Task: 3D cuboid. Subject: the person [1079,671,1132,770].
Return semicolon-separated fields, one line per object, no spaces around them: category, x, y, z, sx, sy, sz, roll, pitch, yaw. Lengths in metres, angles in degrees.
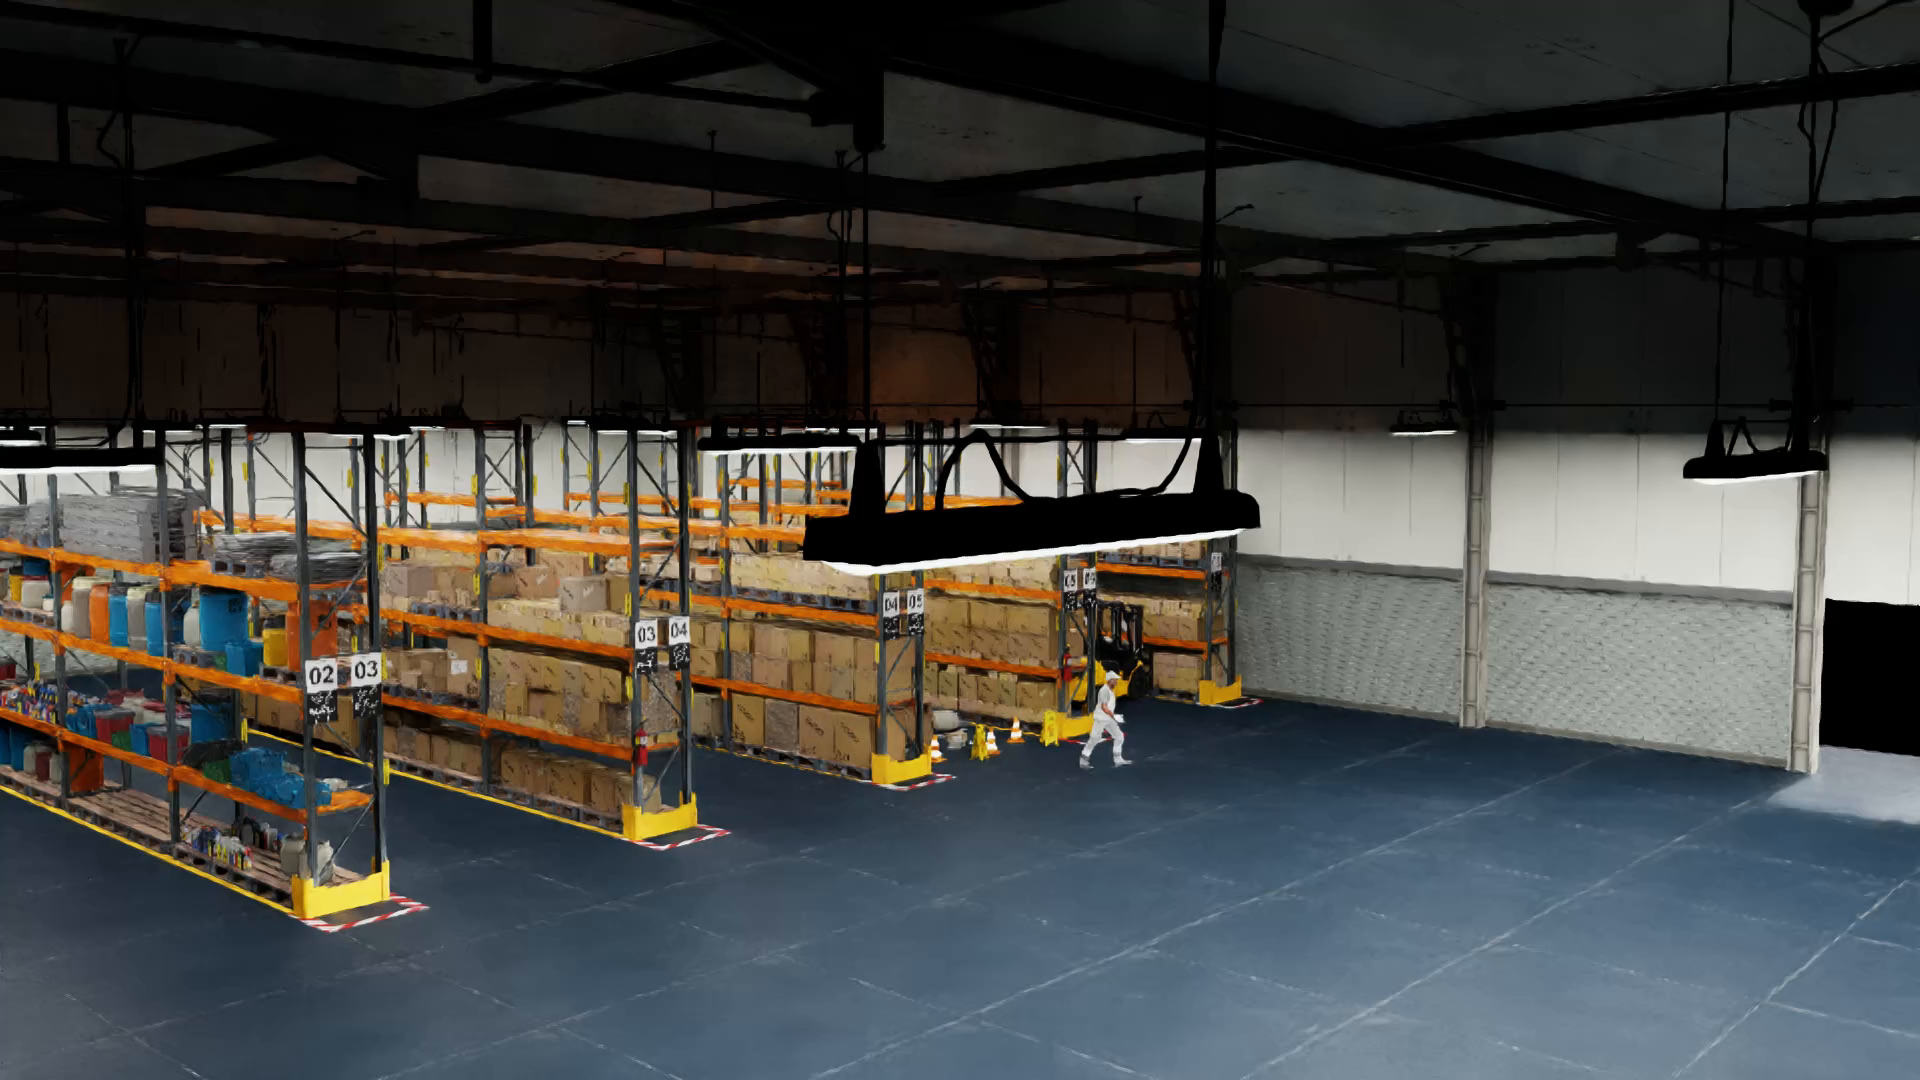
person;2.504;3.109;28.794;0.811;1.718;0.682;2;5;23
